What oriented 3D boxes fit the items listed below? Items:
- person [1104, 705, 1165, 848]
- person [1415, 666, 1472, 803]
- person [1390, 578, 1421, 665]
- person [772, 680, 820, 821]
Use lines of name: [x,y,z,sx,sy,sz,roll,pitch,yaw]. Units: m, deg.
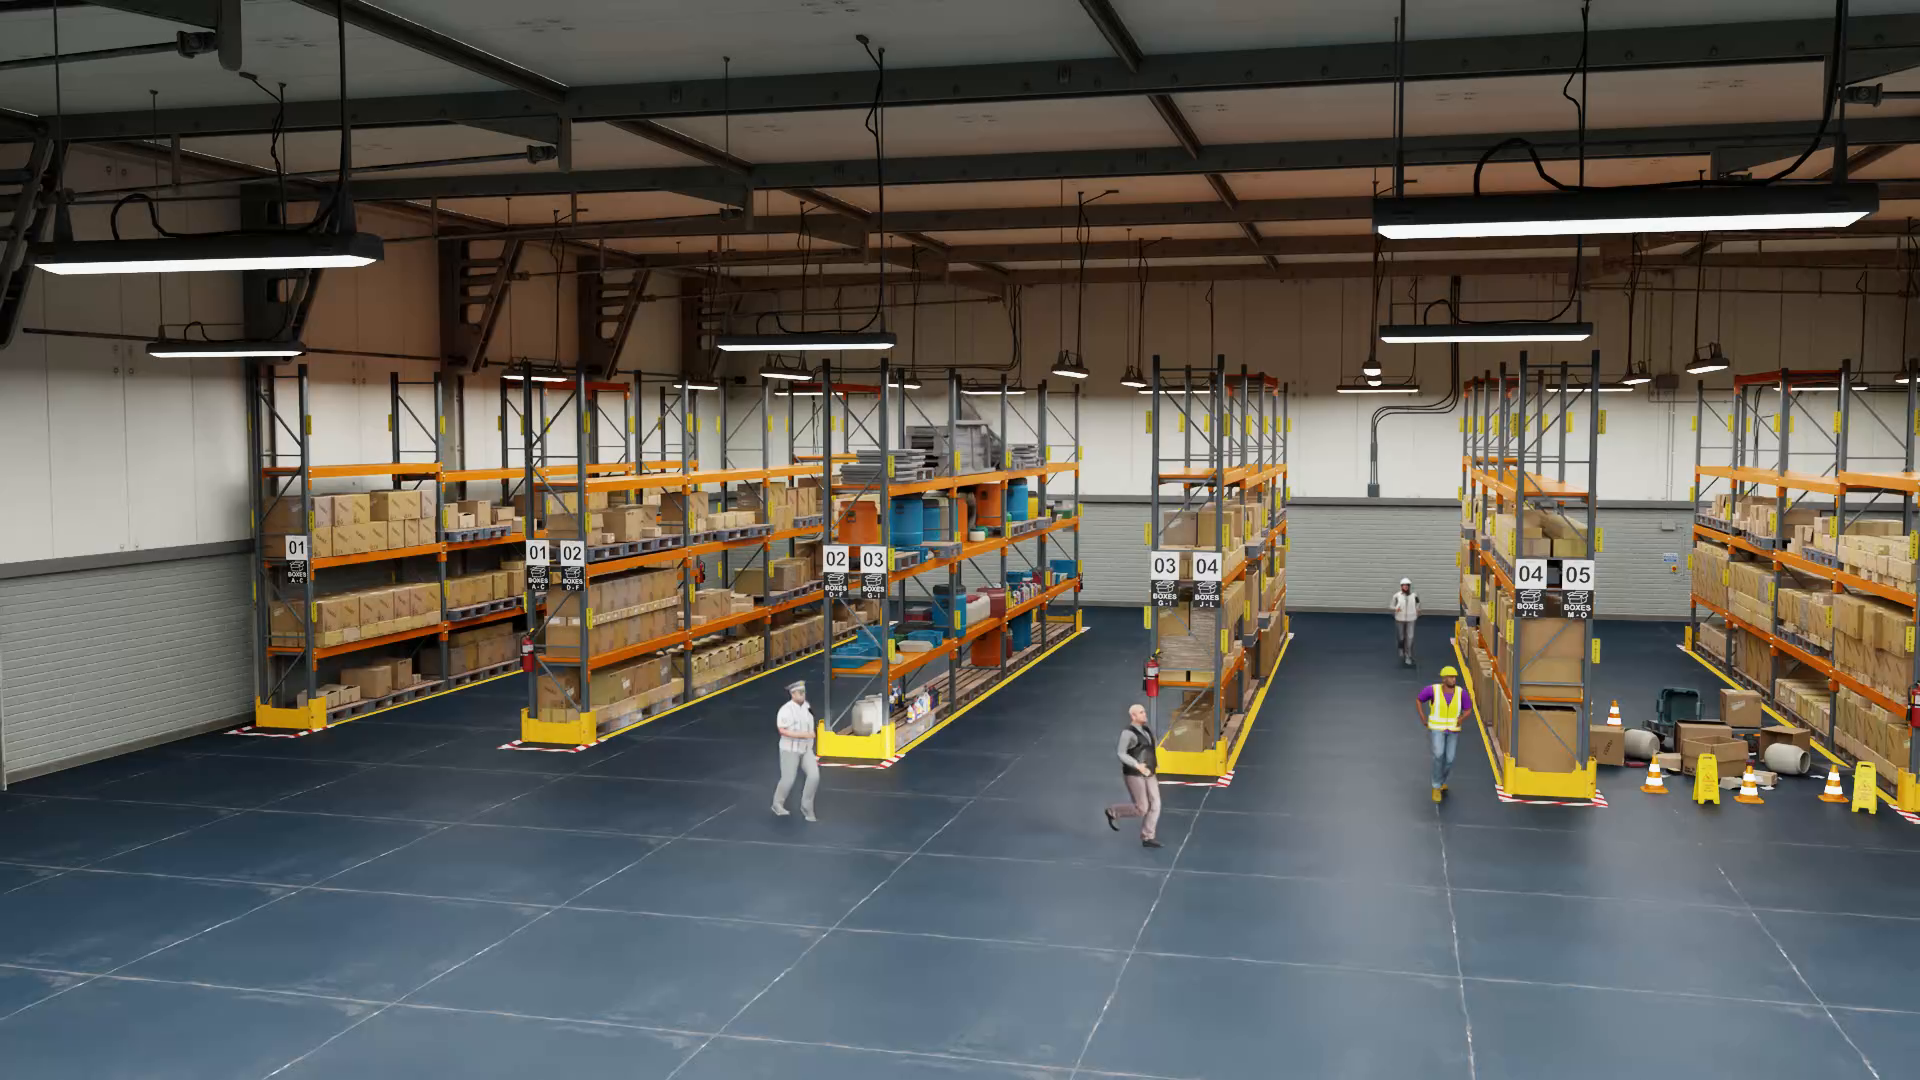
person: [2.116,2.798,19.799,0.778,1.692,0.661,3,5,39]
person: [6.536,2.591,22.390,0.704,1.805,0.770,0,4,1]
person: [9.379,1.685,35.009,0.662,1.763,0.954,1,4,10]
person: [-2.051,2.693,21.057,0.769,1.868,0.679,3,5,41]
